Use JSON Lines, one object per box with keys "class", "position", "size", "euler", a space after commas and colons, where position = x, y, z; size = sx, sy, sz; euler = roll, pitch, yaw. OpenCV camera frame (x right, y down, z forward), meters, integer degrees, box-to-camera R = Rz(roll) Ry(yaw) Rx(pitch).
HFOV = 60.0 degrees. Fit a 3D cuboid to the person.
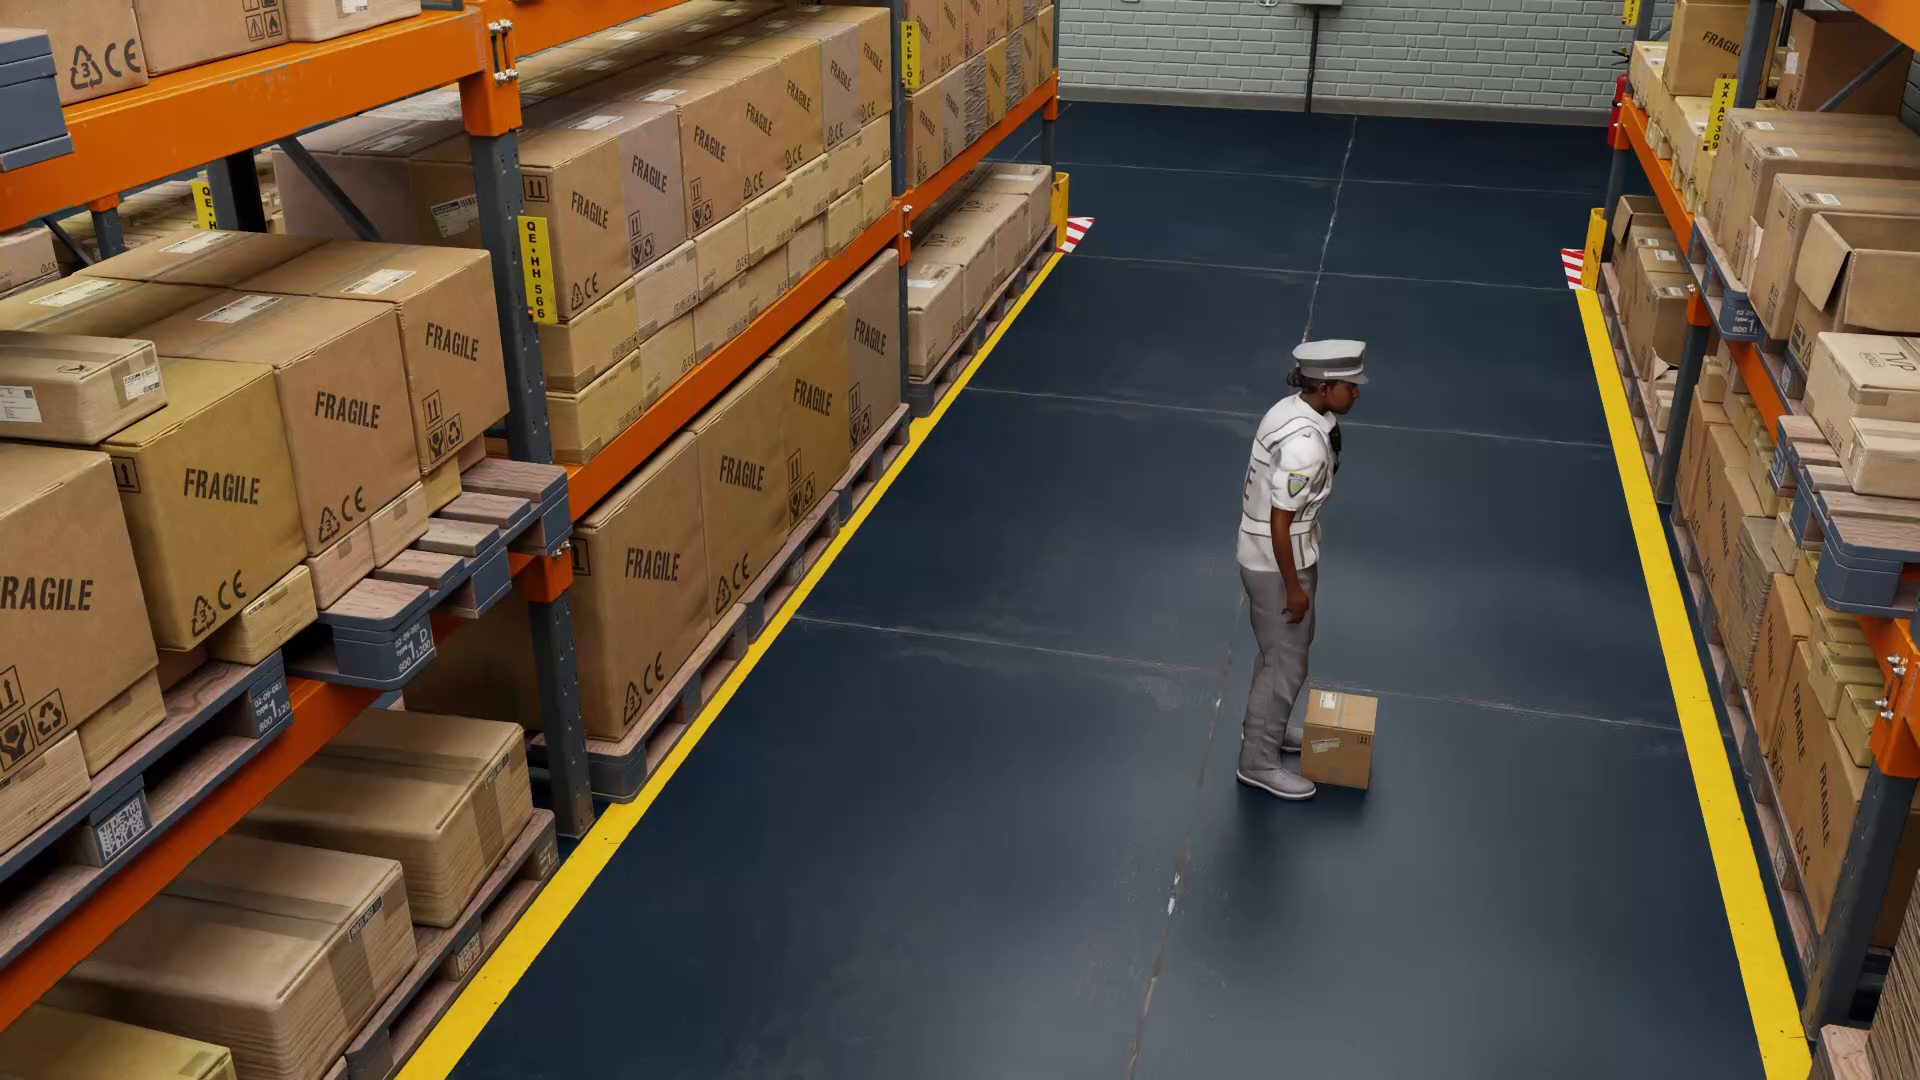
{"class": "person", "position": [1.180, 0.086, 5.929], "size": [0.393, 1.660, 0.507], "euler": [6, 26, 13]}
